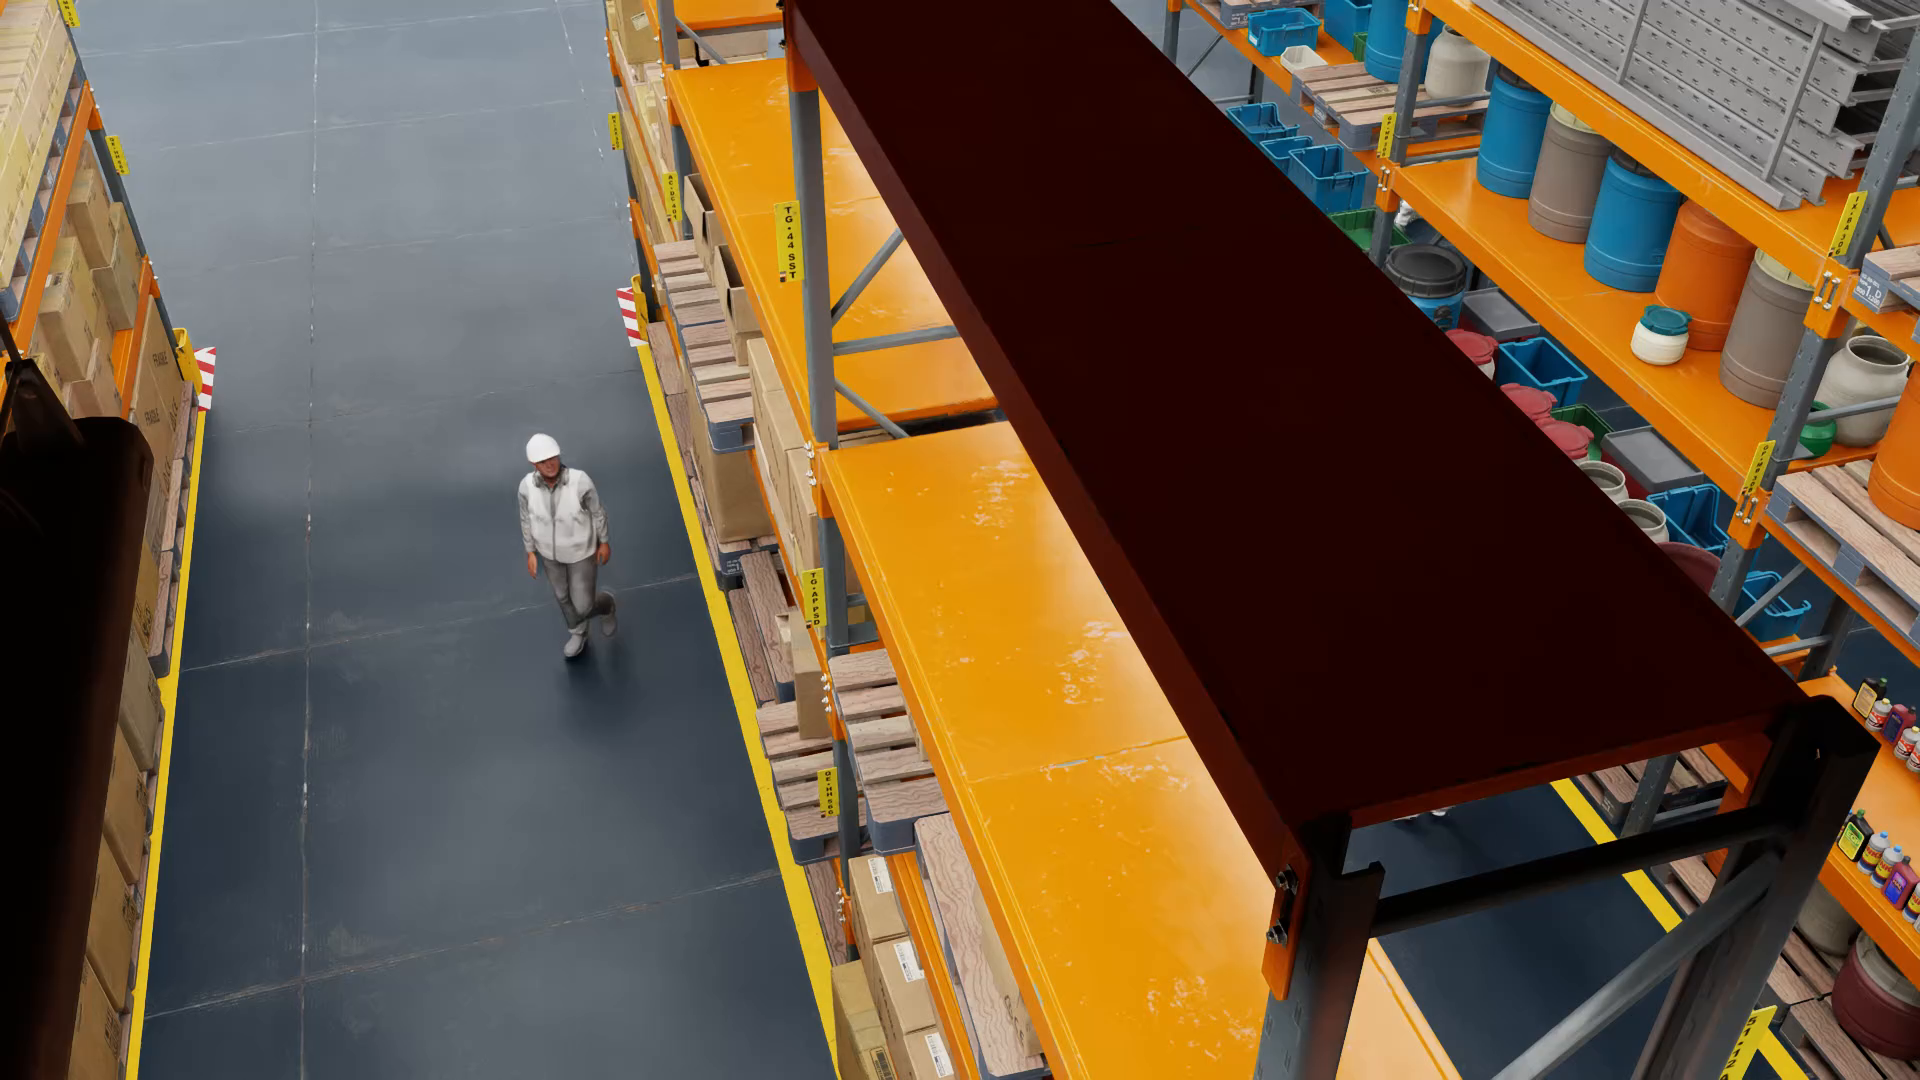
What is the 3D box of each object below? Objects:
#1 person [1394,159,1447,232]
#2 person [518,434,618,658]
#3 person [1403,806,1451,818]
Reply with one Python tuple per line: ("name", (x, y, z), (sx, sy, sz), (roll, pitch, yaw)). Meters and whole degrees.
("person", (4.458, -3.909, 16.319), (0.656, 1.782, 0.545), (-17, 42, -21))
("person", (-2.671, 0.034, 11.341), (0.538, 1.755, 0.511), (12, 40, 15))
("person", (2.920, 1.090, 10.183), (0.436, 1.619, 0.452), (22, 43, 25))
